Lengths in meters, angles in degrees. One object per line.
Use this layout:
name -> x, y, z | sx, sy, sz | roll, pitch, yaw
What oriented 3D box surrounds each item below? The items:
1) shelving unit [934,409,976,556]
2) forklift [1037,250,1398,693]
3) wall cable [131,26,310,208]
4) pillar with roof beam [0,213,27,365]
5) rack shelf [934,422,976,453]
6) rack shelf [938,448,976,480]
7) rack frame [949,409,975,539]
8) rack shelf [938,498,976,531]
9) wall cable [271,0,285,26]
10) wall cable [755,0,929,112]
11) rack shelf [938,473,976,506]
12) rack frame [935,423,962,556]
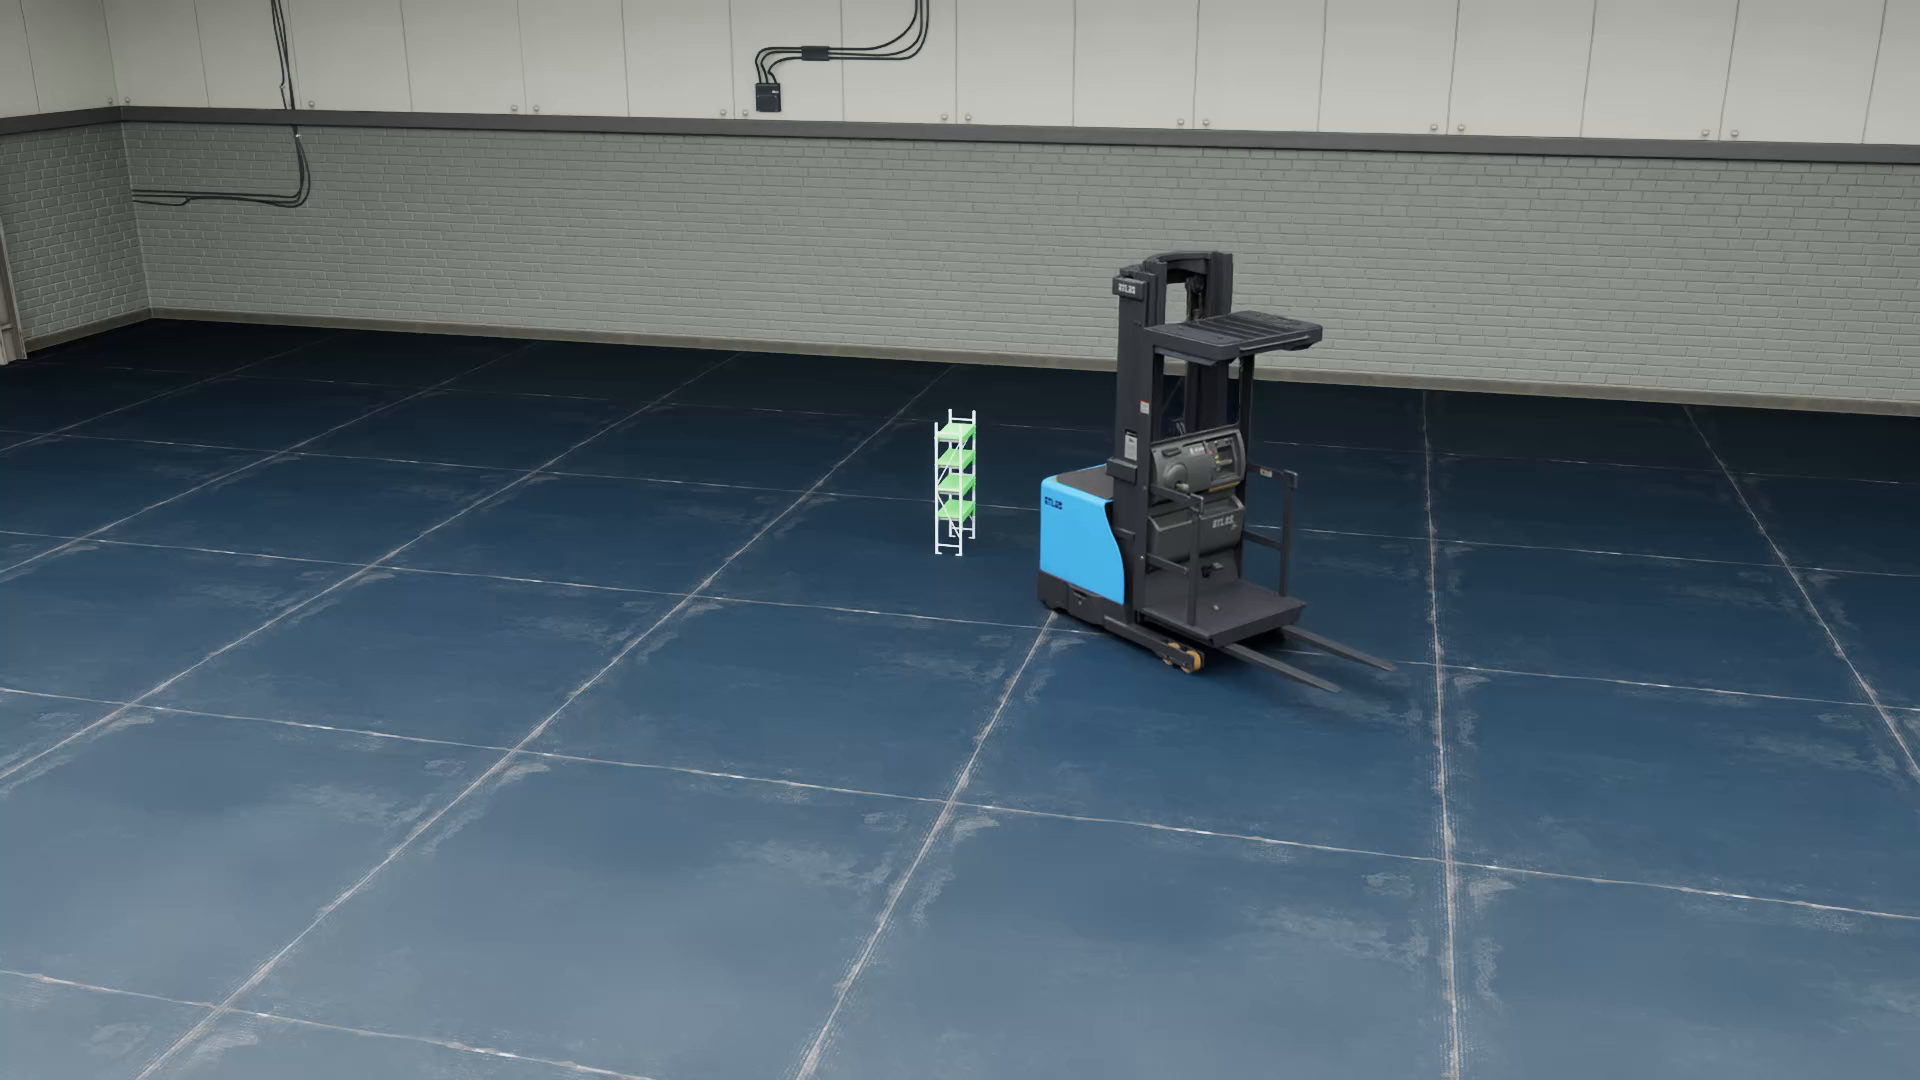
shelving unit -> -0.040, -0.516, 14.842 | 0.258, 1.200, 0.503 | 5, 19, 13
forklift -> 1.930, -0.584, 12.361 | 1.130, 2.935, 3.031 | -14, 23, -35
wall cable -> -10.719, -5.999, 23.634 | 3.097, 2.526, 0.112 | 5, 19, 13
pillar with roof beam -> -8.547, -6.310, 19.739 | 9.100, 9.000, 0.400 | 5, 19, 13
rack shelf -> -0.040, -0.910, 14.707 | 0.258, 0.148, 0.480 | 5, 19, 13
rack shelf -> -0.040, -0.683, 14.785 | 0.258, 0.148, 0.480 | 5, 19, 13
rack frame -> 0.019, -0.592, 15.066 | 0.240, 1.200, 0.015 | 5, 19, 13
rack shelf -> -0.040, -0.228, 14.940 | 0.258, 0.148, 0.480 | 5, 19, 13
wall cable -> -8.096, -8.176, 22.192 | 3.097, 2.526, 0.112 | 5, 19, 13
wall cable -> -1.517, -8.324, 20.373 | 2.305, 6.003, 0.169 | 5, 19, 13
rack shelf -> -0.040, -0.455, 14.862 | 0.258, 0.148, 0.480 | 5, 19, 13
rack frame -> -0.100, -0.439, 14.618 | 0.240, 1.200, 0.015 | 5, 19, 13
